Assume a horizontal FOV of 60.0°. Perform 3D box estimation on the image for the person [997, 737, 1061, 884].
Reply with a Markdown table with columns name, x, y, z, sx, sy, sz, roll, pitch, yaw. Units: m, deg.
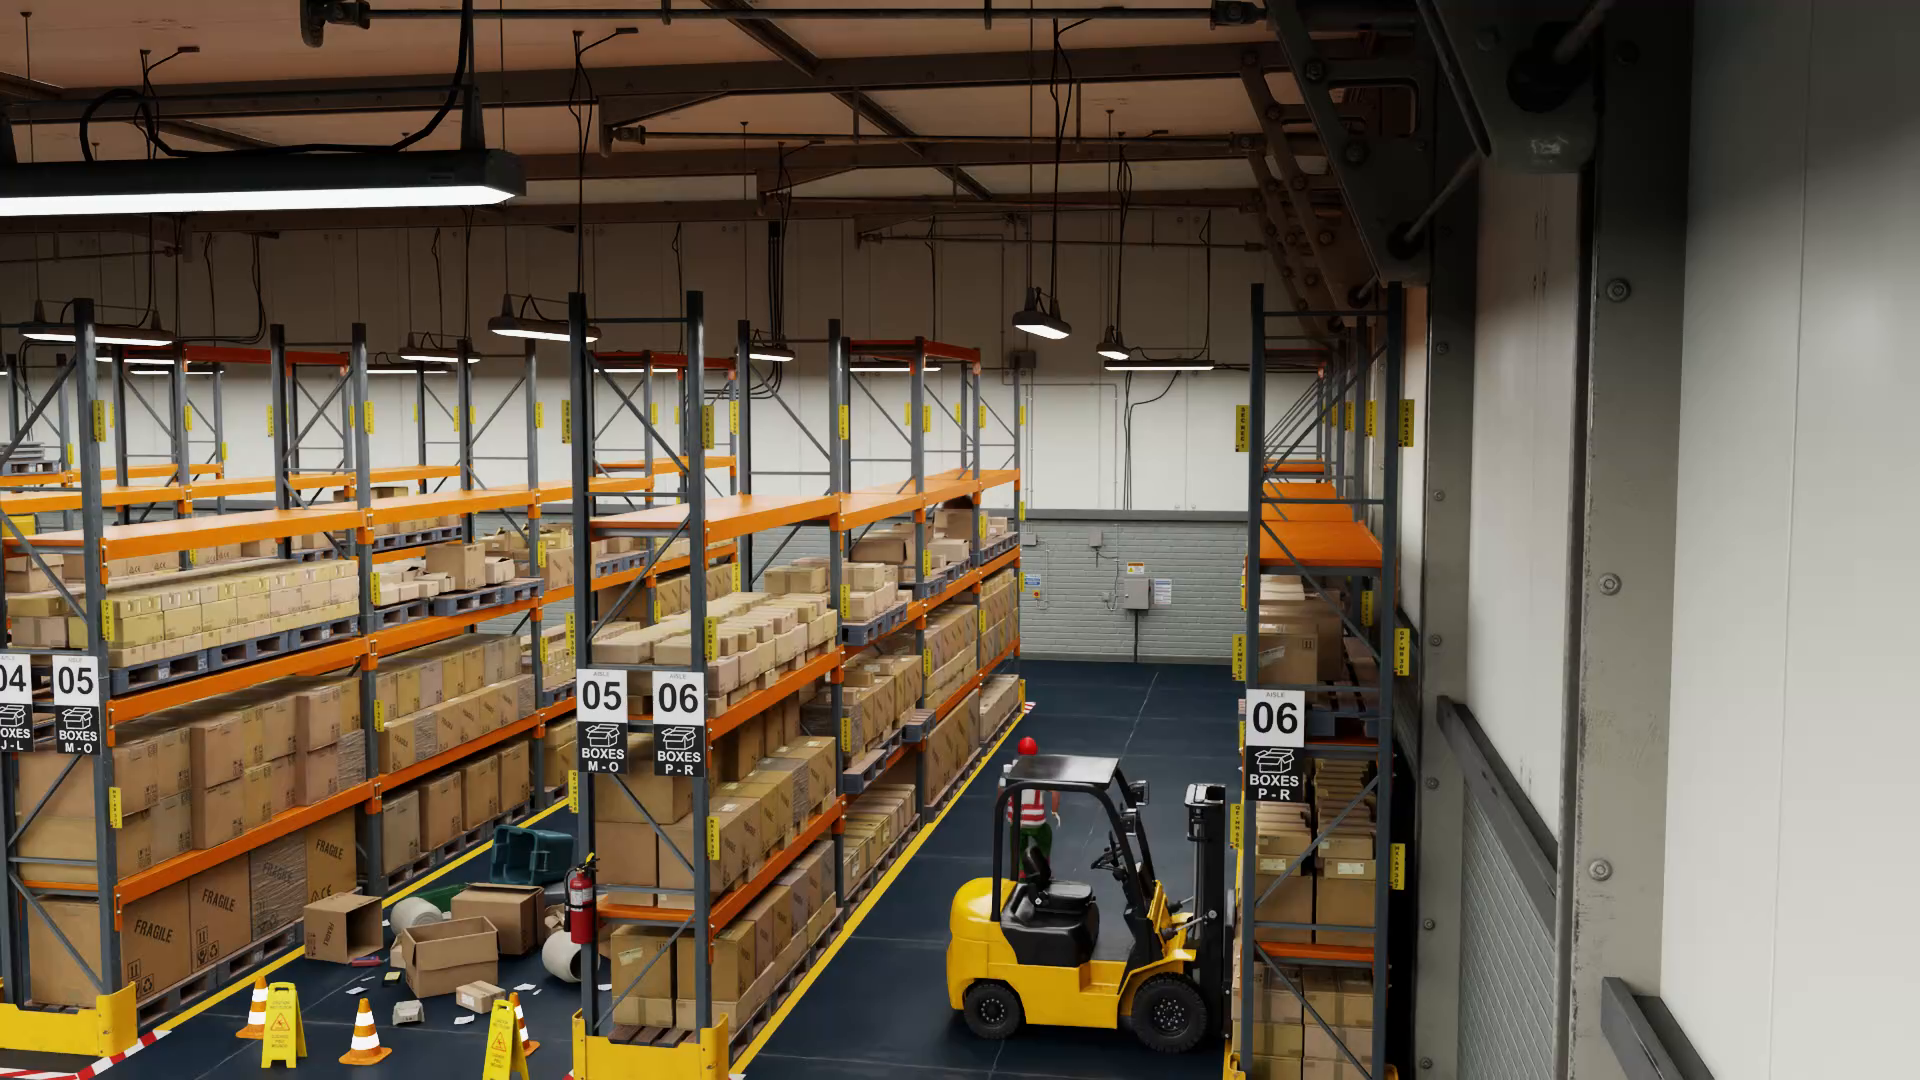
| name | x | y | z | sx | sy | sz | roll | pitch | yaw |
| --- | --- | --- | --- | --- | --- | --- | --- | --- | --- |
| person | 0.742 | 2.909 | 17.282 | 0.687 | 1.750 | 0.635 | 1 | 5 | 14 |
